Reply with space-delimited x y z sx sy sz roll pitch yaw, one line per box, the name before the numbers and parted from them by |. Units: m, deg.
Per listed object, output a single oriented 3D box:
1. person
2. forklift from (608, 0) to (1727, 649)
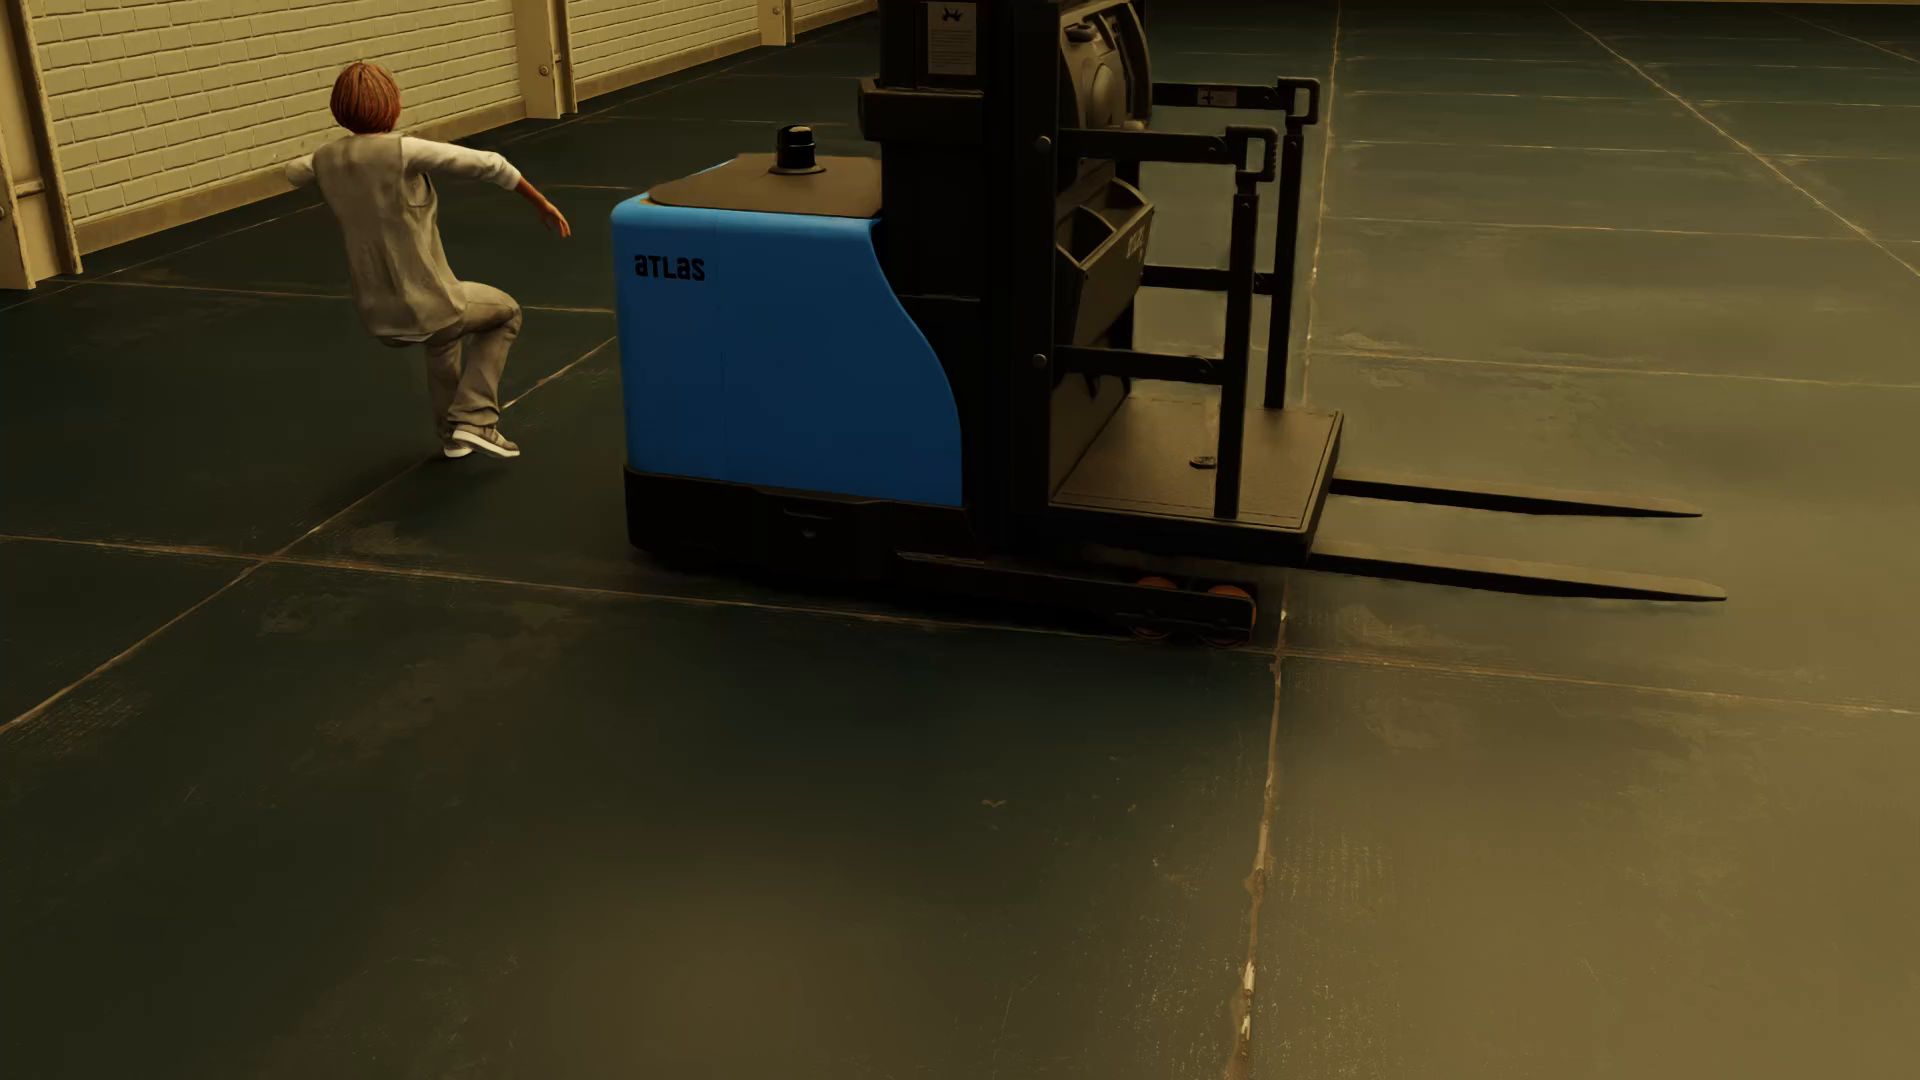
person | -1.684 -0.874 5.450 0.938 1.372 0.745 5 23 12
forklift | 0.586 -1.291 4.434 3.031 2.935 1.130 7 23 16
